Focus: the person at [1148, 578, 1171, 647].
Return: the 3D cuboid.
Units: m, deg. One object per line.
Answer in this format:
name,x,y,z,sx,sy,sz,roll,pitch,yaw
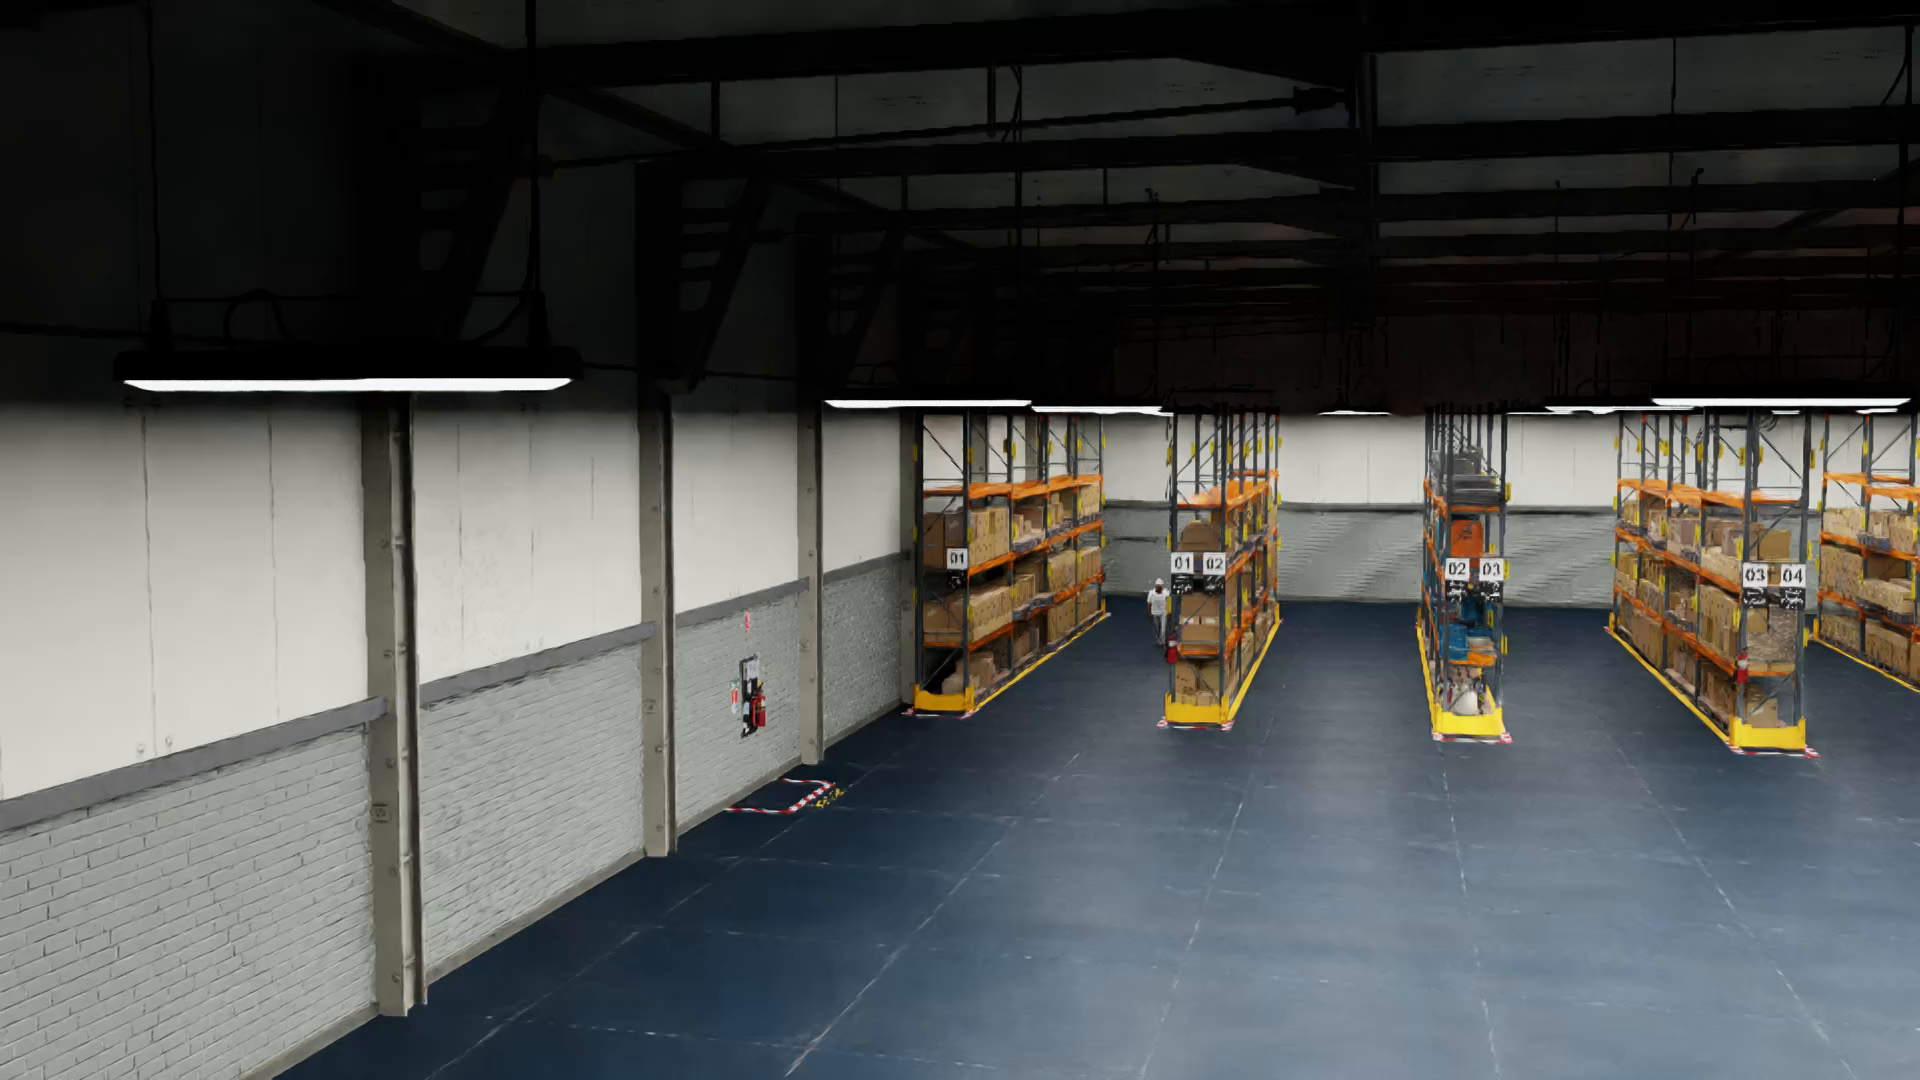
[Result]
person,4.967,1.799,41.564,0.577,1.691,1.121,1,4,16
